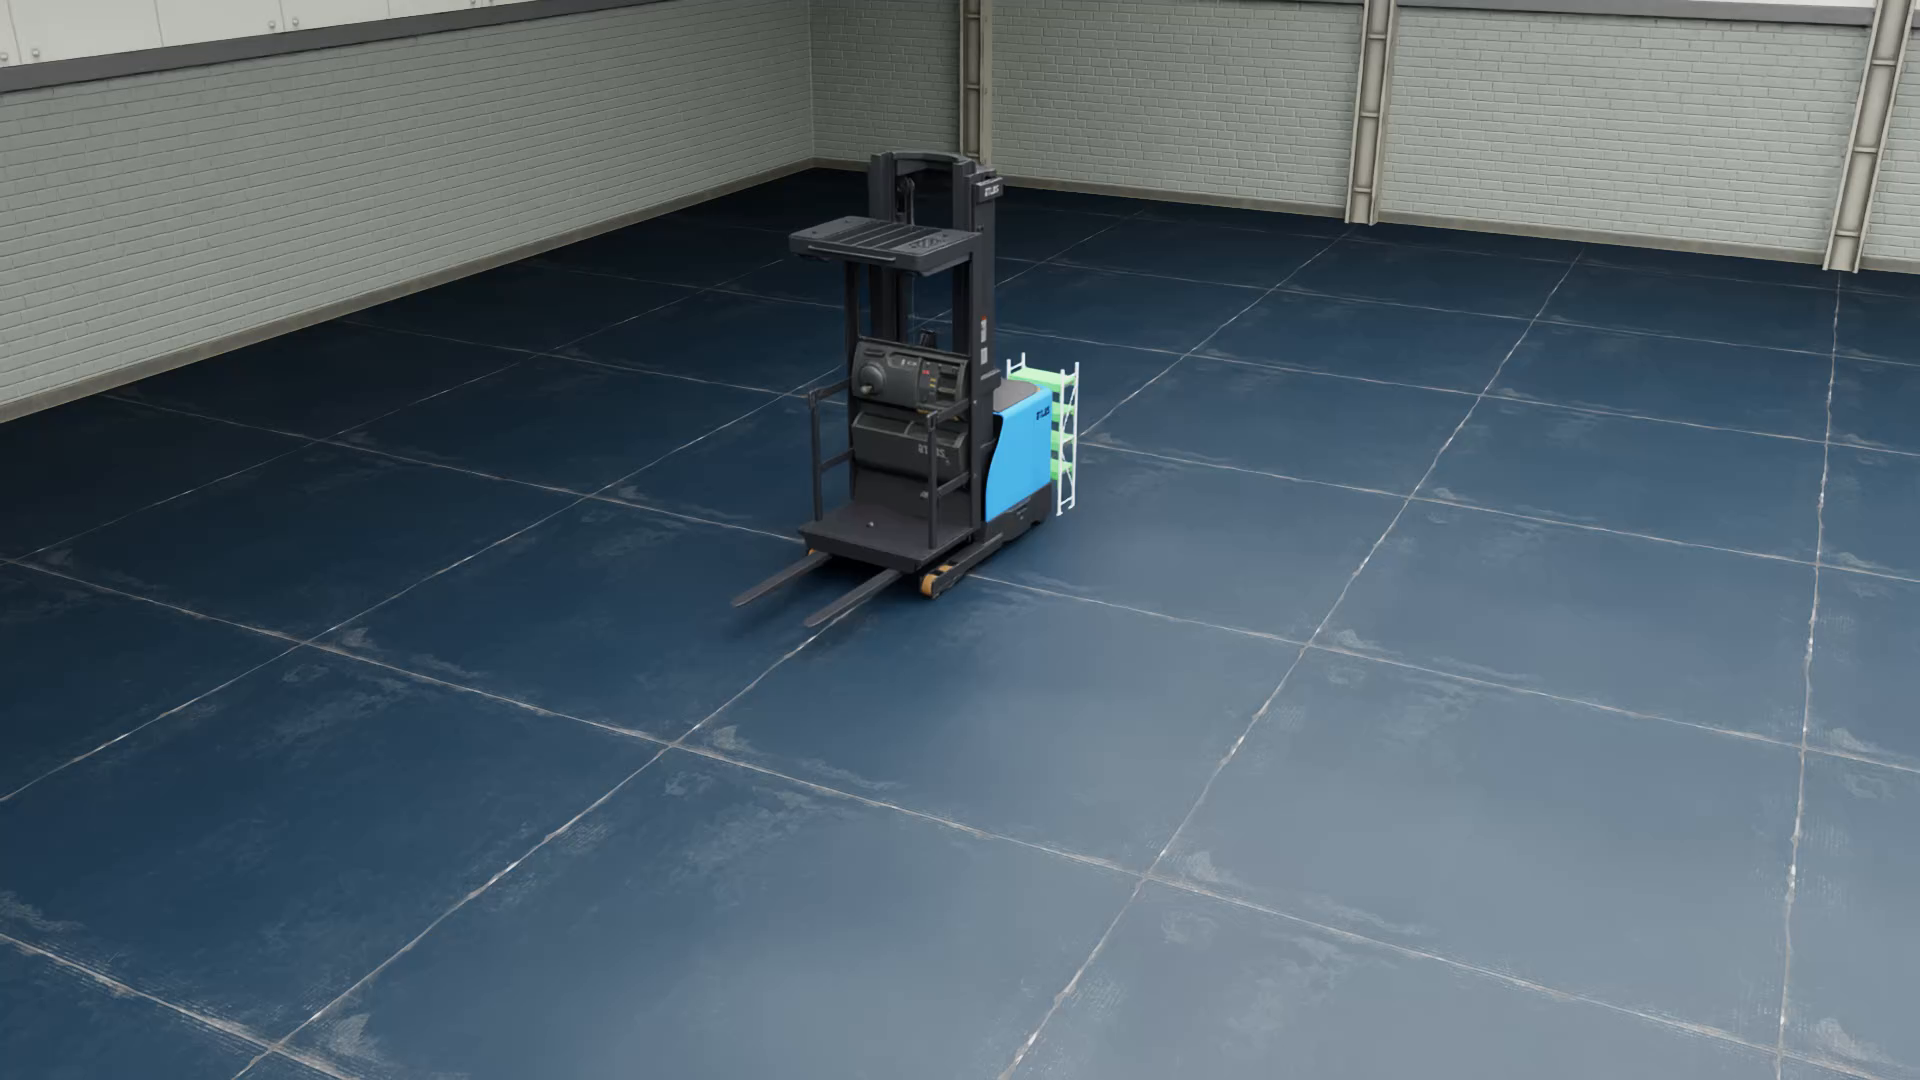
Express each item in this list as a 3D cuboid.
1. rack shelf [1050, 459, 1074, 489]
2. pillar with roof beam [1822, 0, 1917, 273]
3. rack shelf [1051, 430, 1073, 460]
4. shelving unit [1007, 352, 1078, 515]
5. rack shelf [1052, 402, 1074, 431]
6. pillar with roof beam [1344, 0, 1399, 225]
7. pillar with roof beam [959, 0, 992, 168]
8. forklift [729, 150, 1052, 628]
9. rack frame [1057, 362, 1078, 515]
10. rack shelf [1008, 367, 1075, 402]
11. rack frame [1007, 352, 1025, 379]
[{"bbox_3d":[0.645,-0.563,13.316,0.480,0.148,0.258,15,27,31],"label":"rack shelf"},{"bbox_3d":[9.003,-6.010,15.383,0.400,9.000,9.100,11,25,25],"label":"pillar with roof beam"},{"bbox_3d":[0.645,-0.783,13.222,0.480,0.148,0.258,15,27,31],"label":"rack shelf"},{"bbox_3d":[0.645,-0.842,13.197,0.503,1.200,0.258,15,27,31],"label":"shelving unit"},{"bbox_3d":[0.645,-1.004,13.128,0.480,0.148,0.258,15,27,31],"label":"rack shelf"},{"bbox_3d":[3.648,-7.069,17.874,0.400,9.000,9.100,11,25,25],"label":"pillar with roof beam"},{"bbox_3d":[-1.706,-8.129,20.365,0.400,9.000,9.100,11,25,25],"label":"pillar with roof beam"},{"bbox_3d":[-0.475,-1.148,11.704,1.130,2.935,3.031,14,27,29],"label":"forklift"},{"bbox_3d":[0.848,-0.789,13.073,0.015,1.200,0.240,15,27,31],"label":"rack frame"},{"bbox_3d":[0.645,-1.225,13.035,0.480,0.148,0.258,15,27,31],"label":"rack shelf"},{"bbox_3d":[0.442,-0.895,13.321,0.015,1.200,0.240,15,27,31],"label":"rack frame"}]
